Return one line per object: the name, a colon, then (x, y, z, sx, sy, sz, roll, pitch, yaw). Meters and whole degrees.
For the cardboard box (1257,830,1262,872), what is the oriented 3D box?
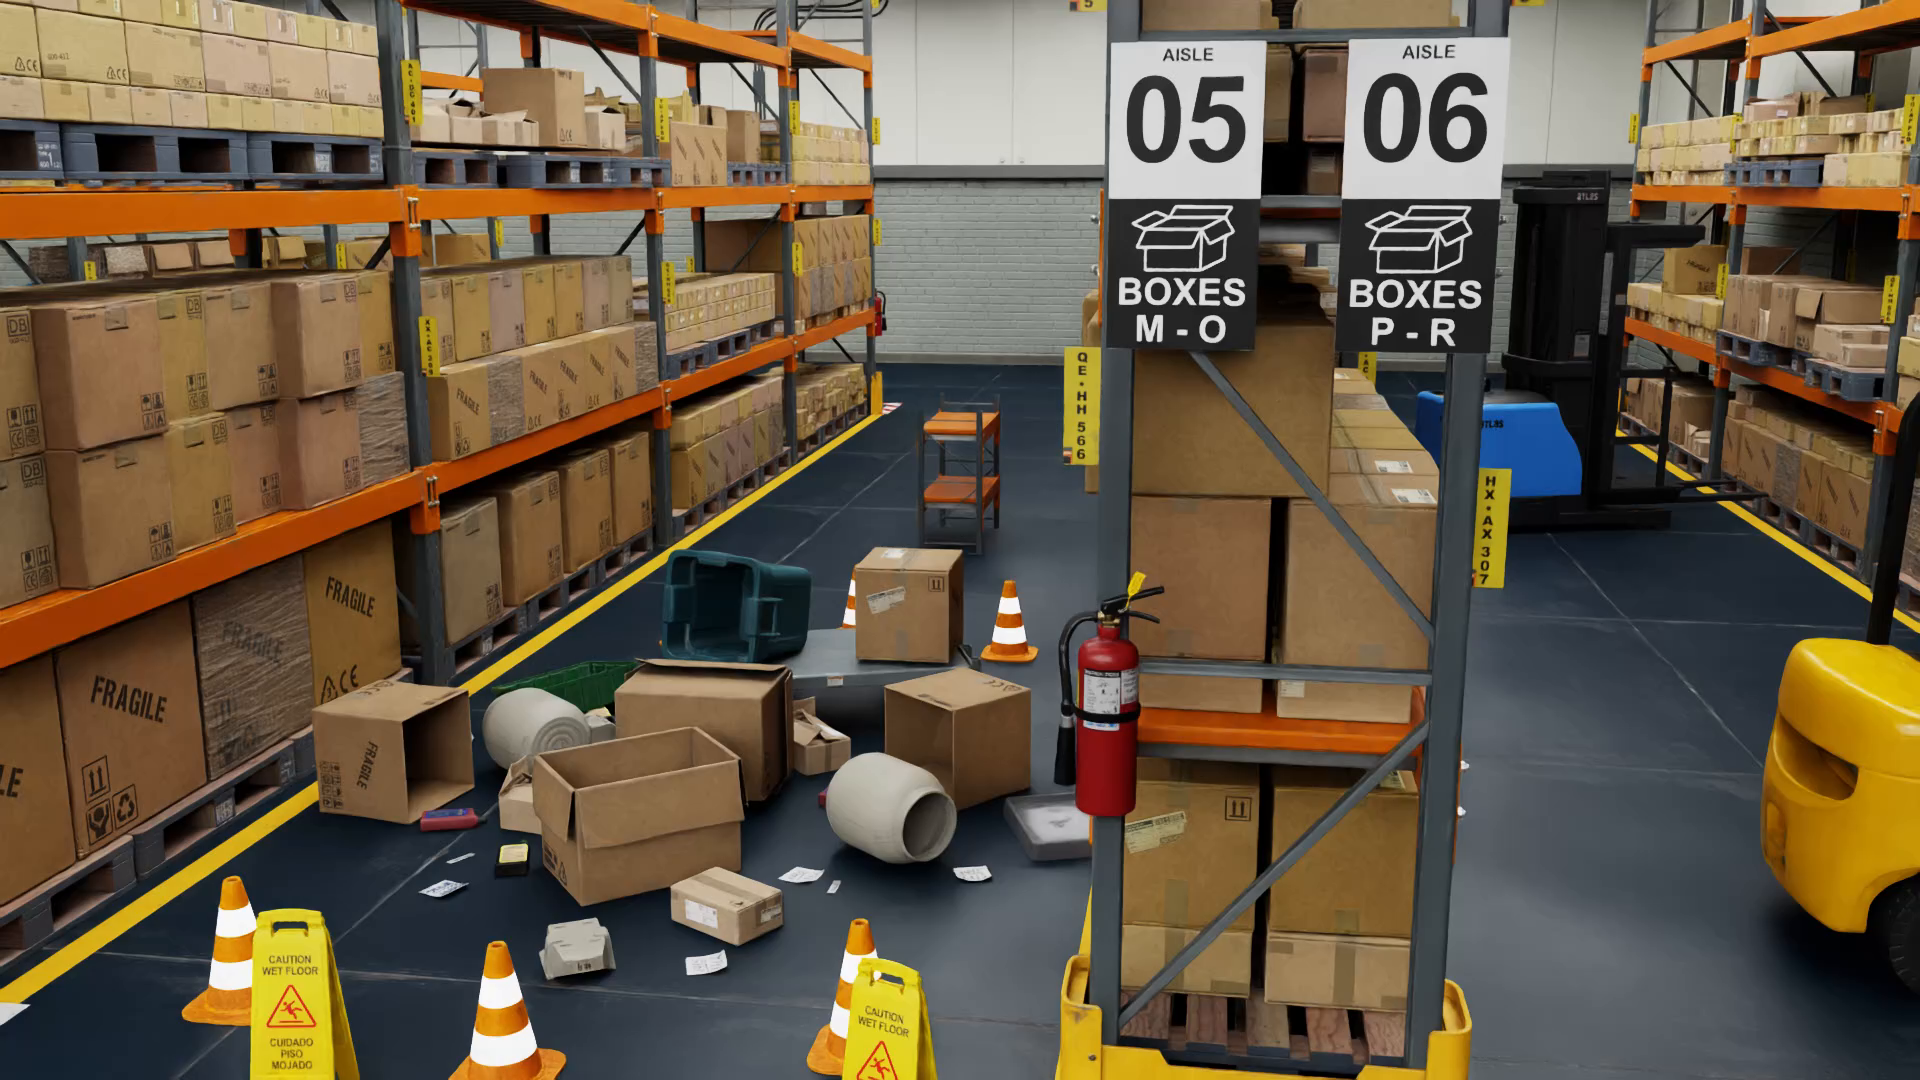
cardboard box: (1.437, 1.134, 6.641, 0.500, 0.250, 0.500, 3, 12, 12)

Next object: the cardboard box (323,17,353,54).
cardboard box: (-3.190, -2.446, 8.074, 0.380, 0.149, 0.250, 2, 12, 8)

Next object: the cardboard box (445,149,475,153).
cardboard box: (-6.476, -4.937, 20.690, 0.700, 0.500, 0.500, 1, 12, 5)

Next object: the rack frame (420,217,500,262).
rack frame: (-6.449, -3.278, 21.582, 1.000, 3.000, 0.127, 2, 12, 9)

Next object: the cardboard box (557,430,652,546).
cardboard box: (-2.977, -0.412, 12.629, 1.050, 0.750, 0.750, 2, 12, 8)

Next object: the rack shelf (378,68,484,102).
rack shelf: (-6.757, -5.247, 19.136, 1.077, 0.370, 4.000, 2, 12, 9)

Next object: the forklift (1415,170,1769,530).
forklift: (5.499, -1.627, 14.087, 3.031, 2.935, 1.130, -2, 12, -9)

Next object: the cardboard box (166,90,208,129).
cardboard box: (-3.384, -1.792, 6.929, 0.380, 0.149, 0.250, 2, 12, 8)

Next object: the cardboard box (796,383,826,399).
cardboard box: (-1.693, -1.646, 18.368, 0.380, 0.149, 0.250, 2, 12, 10)

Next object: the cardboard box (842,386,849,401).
cardboard box: (-1.508, -1.717, 19.406, 0.380, 0.149, 0.250, 2, 12, 9)

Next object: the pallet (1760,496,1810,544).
pallet: (7.360, -0.175, 13.806, 1.003, 0.211, 1.213, 2, 12, 9)

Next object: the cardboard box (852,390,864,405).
cardboard box: (-1.378, -1.734, 20.191, 0.380, 0.149, 0.250, 2, 12, 10)

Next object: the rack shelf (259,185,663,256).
rack shelf: (-3.102, -2.129, 10.839, 1.077, 0.370, 4.000, 2, 12, 9)

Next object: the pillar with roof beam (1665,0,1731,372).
pillar with roof beam: (5.299, -6.401, 21.833, 9.100, 9.000, 0.400, 2, 12, 9)

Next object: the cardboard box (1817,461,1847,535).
cardboard box: (6.957, -0.313, 12.764, 0.500, 0.500, 0.500, 2, 12, 8)

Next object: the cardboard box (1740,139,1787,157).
cardboard box: (7.120, -3.459, 14.668, 0.380, 0.149, 0.250, 2, 12, 9)

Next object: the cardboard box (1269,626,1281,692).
cardboard box: (1.163, 0.380, 5.207, 0.380, 0.149, 0.250, 2, 12, 9)

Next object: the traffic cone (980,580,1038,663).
traffic cone: (0.304, 0.478, 10.176, 0.336, 0.463, 0.334, 2, 12, 9)

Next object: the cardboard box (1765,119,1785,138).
cardboard box: (7.088, -3.495, 14.128, 0.380, 0.149, 0.250, 2, 12, 8)

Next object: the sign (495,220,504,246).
sign: (-5.915, -3.939, 21.340, 0.100, 0.325, 0.005, 2, 12, 9)

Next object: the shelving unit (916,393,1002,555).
shelving unit: (0.001, -0.551, 13.381, 0.538, 1.125, 1.048, 2, 12, 9)

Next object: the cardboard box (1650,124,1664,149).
cardboard box: (7.835, -4.390, 18.086, 0.500, 0.250, 0.500, 2, 12, 8)

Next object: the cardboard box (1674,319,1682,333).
cardboard box: (7.687, -2.236, 17.346, 0.380, 0.149, 0.250, 2, 12, 9)

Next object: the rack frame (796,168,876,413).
rack frame: (-1.564, -3.096, 20.739, 1.000, 3.000, 0.127, 2, 12, 9)

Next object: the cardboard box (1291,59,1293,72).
cardboard box: (1.519, -1.901, 6.780, 0.380, 0.149, 0.250, 2, 12, 8)

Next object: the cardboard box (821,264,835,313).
cardboard box: (-1.672, -2.759, 18.234, 0.500, 0.500, 0.500, 2, 12, 7)

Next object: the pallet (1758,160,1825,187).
pallet: (7.307, -2.989, 13.568, 1.213, 0.211, 1.003, 2, 12, 9)

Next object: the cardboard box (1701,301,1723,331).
cardboard box: (7.470, -2.150, 15.999, 0.500, 0.250, 0.500, 2, 12, 10)

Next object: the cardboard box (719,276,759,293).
cardboard box: (-2.130, -2.437, 15.868, 0.380, 0.149, 0.250, 1, 12, 7)

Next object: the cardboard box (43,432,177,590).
cardboard box: (-3.739, -0.145, 6.690, 0.875, 0.550, 0.550, 2, 12, 9)

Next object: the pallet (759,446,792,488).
pallet: (-2.297, -0.738, 16.416, 1.003, 0.211, 1.213, 2, 12, 9)

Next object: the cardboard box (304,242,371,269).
cardboard box: (-6.738, -2.975, 18.048, 0.500, 0.500, 0.500, 2, 12, 9)

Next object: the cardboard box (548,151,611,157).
cardboard box: (-2.958, -3.073, 13.274, 0.500, 0.500, 0.500, 2, 12, 9)

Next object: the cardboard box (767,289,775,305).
cardboard box: (-2.045, -2.402, 16.412, 0.380, 0.149, 0.250, 2, 12, 10)

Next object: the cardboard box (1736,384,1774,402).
cardboard box: (7.374, -1.342, 15.289, 0.380, 0.149, 0.250, 2, 12, 8)

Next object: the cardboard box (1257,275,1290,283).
cardboard box: (1.011, -0.848, 6.990, 0.700, 0.500, 0.500, 2, 12, 7)

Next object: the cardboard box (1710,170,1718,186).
cardboard box: (7.487, -3.498, 16.082, 0.380, 0.149, 0.250, 2, 12, 11)

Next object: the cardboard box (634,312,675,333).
cardboard box: (-2.522, -1.752, 13.399, 0.380, 0.149, 0.250, 2, 12, 11)

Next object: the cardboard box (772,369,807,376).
cardboard box: (-2.026, -1.936, 19.717, 0.380, 0.149, 0.250, 1, 12, 6)

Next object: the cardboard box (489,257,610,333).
cardboard box: (-2.950, -1.770, 11.974, 0.700, 0.500, 0.500, 2, 12, 8)

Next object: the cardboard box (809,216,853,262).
cardboard box: (-1.538, -3.462, 19.119, 0.500, 0.500, 0.500, 3, 12, 12)

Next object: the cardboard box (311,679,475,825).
cardboard box: (-2.634, 0.979, 7.757, 0.500, 0.500, 0.500, 4, 13, 18)

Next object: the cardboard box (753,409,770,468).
cardboard box: (-2.123, -0.978, 15.846, 0.500, 0.500, 0.500, 2, 12, 7)

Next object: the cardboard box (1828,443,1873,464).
cardboard box: (6.939, -0.654, 12.804, 0.380, 0.149, 0.250, 1, 12, 7)

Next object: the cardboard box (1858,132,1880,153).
cardboard box: (6.954, -2.961, 12.402, 0.380, 0.149, 0.250, 2, 12, 9)

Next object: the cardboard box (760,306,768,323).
cardboard box: (-2.084, -2.202, 16.193, 0.380, 0.149, 0.250, 2, 12, 9)

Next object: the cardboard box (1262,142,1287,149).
cardboard box: (0.786, -1.384, 5.324, 0.500, 0.250, 0.500, 2, 12, 8)

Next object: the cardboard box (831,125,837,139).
cardboard box: (-1.583, -4.530, 18.495, 0.380, 0.149, 0.250, 2, 12, 7)

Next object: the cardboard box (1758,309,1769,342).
cardboard box: (7.040, -1.827, 14.171, 0.396, 0.266, 0.258, 2, 12, 11)

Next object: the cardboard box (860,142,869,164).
cardboard box: (-1.383, -4.629, 19.903, 0.500, 0.250, 0.500, 1, 12, 7)

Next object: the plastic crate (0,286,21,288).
plastic crate: (-11.542, -2.889, 19.916, 0.437, 0.282, 0.530, 2, 12, 9)

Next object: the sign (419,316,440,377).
sign: (-2.861, -1.042, 8.966, 0.100, 0.325, 0.005, 2, 12, 9)
